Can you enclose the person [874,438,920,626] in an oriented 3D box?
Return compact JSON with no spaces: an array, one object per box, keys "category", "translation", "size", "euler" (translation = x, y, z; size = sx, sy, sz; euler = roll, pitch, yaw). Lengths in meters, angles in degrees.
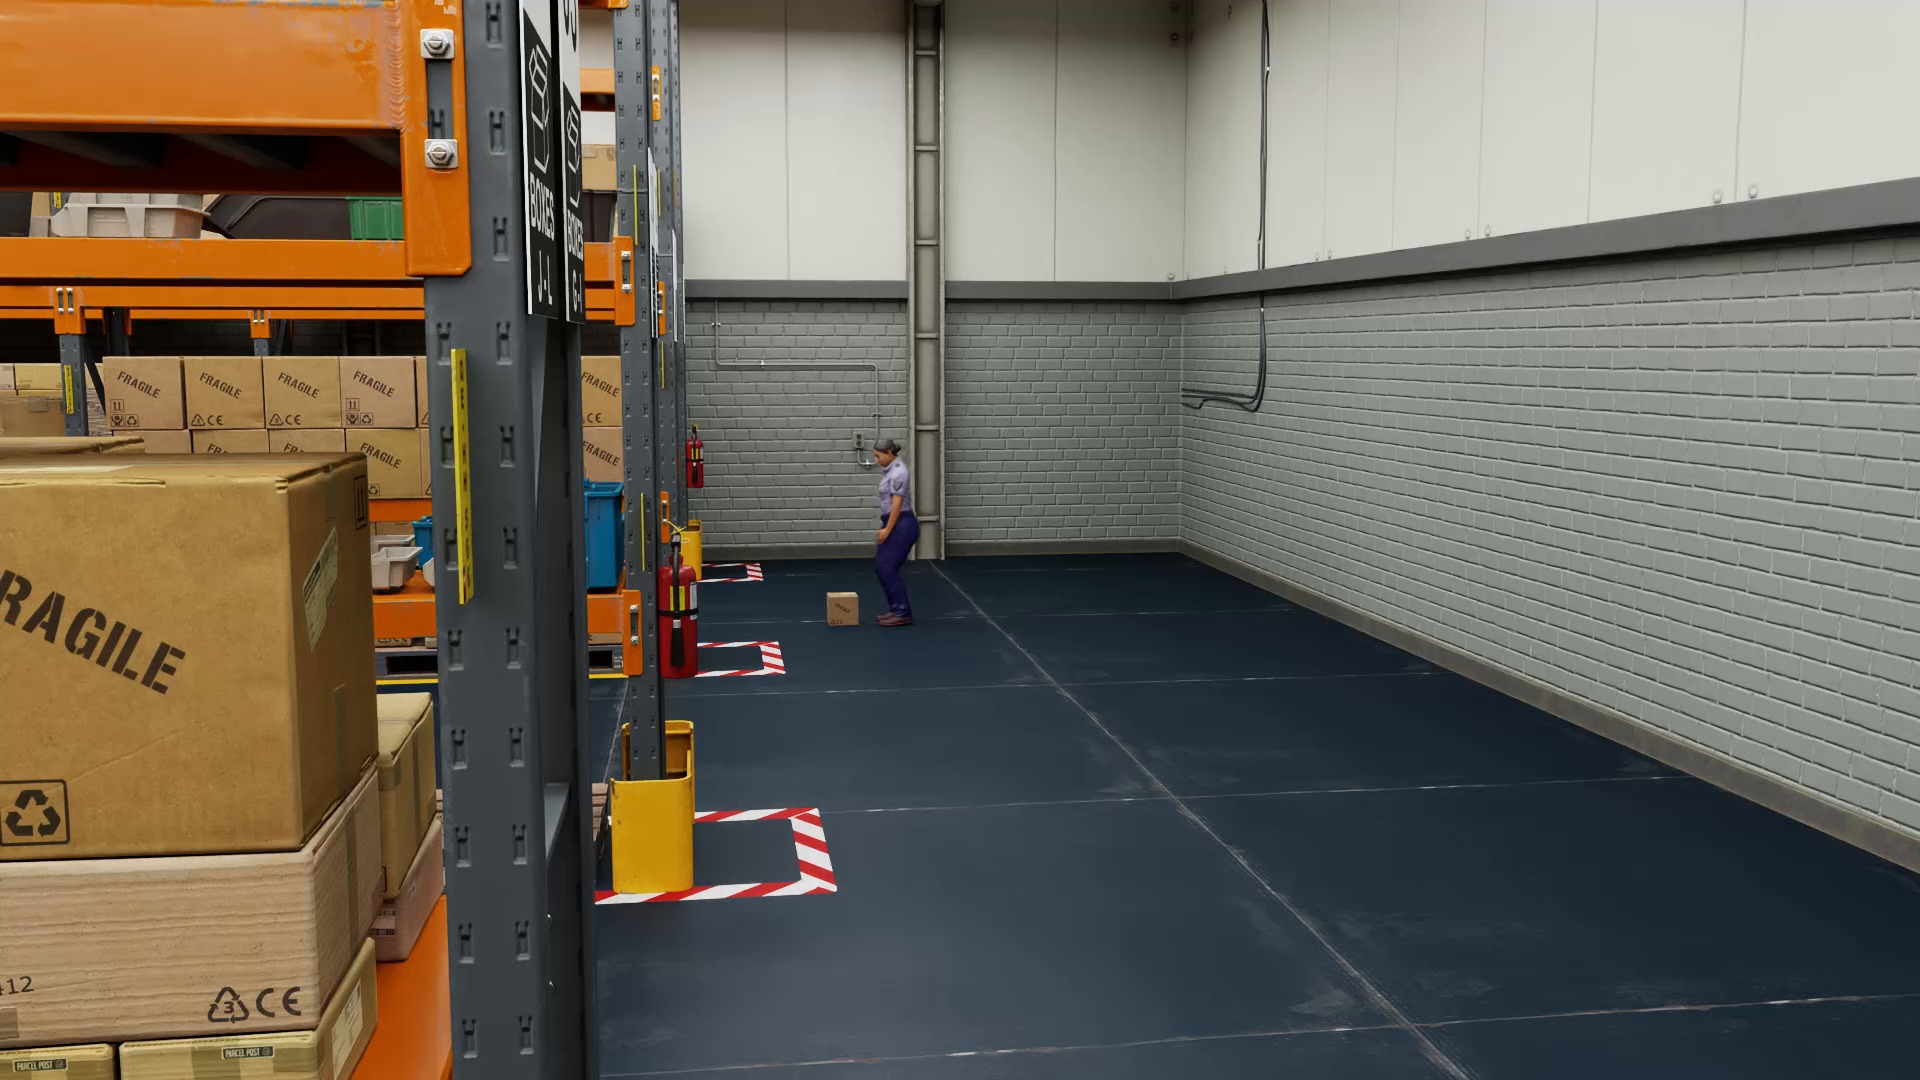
[{"category":"person","translation":[-0.545,-0.073,14.281],"size":[0.390,1.608,0.496],"euler":[-1,7,-7]}]
